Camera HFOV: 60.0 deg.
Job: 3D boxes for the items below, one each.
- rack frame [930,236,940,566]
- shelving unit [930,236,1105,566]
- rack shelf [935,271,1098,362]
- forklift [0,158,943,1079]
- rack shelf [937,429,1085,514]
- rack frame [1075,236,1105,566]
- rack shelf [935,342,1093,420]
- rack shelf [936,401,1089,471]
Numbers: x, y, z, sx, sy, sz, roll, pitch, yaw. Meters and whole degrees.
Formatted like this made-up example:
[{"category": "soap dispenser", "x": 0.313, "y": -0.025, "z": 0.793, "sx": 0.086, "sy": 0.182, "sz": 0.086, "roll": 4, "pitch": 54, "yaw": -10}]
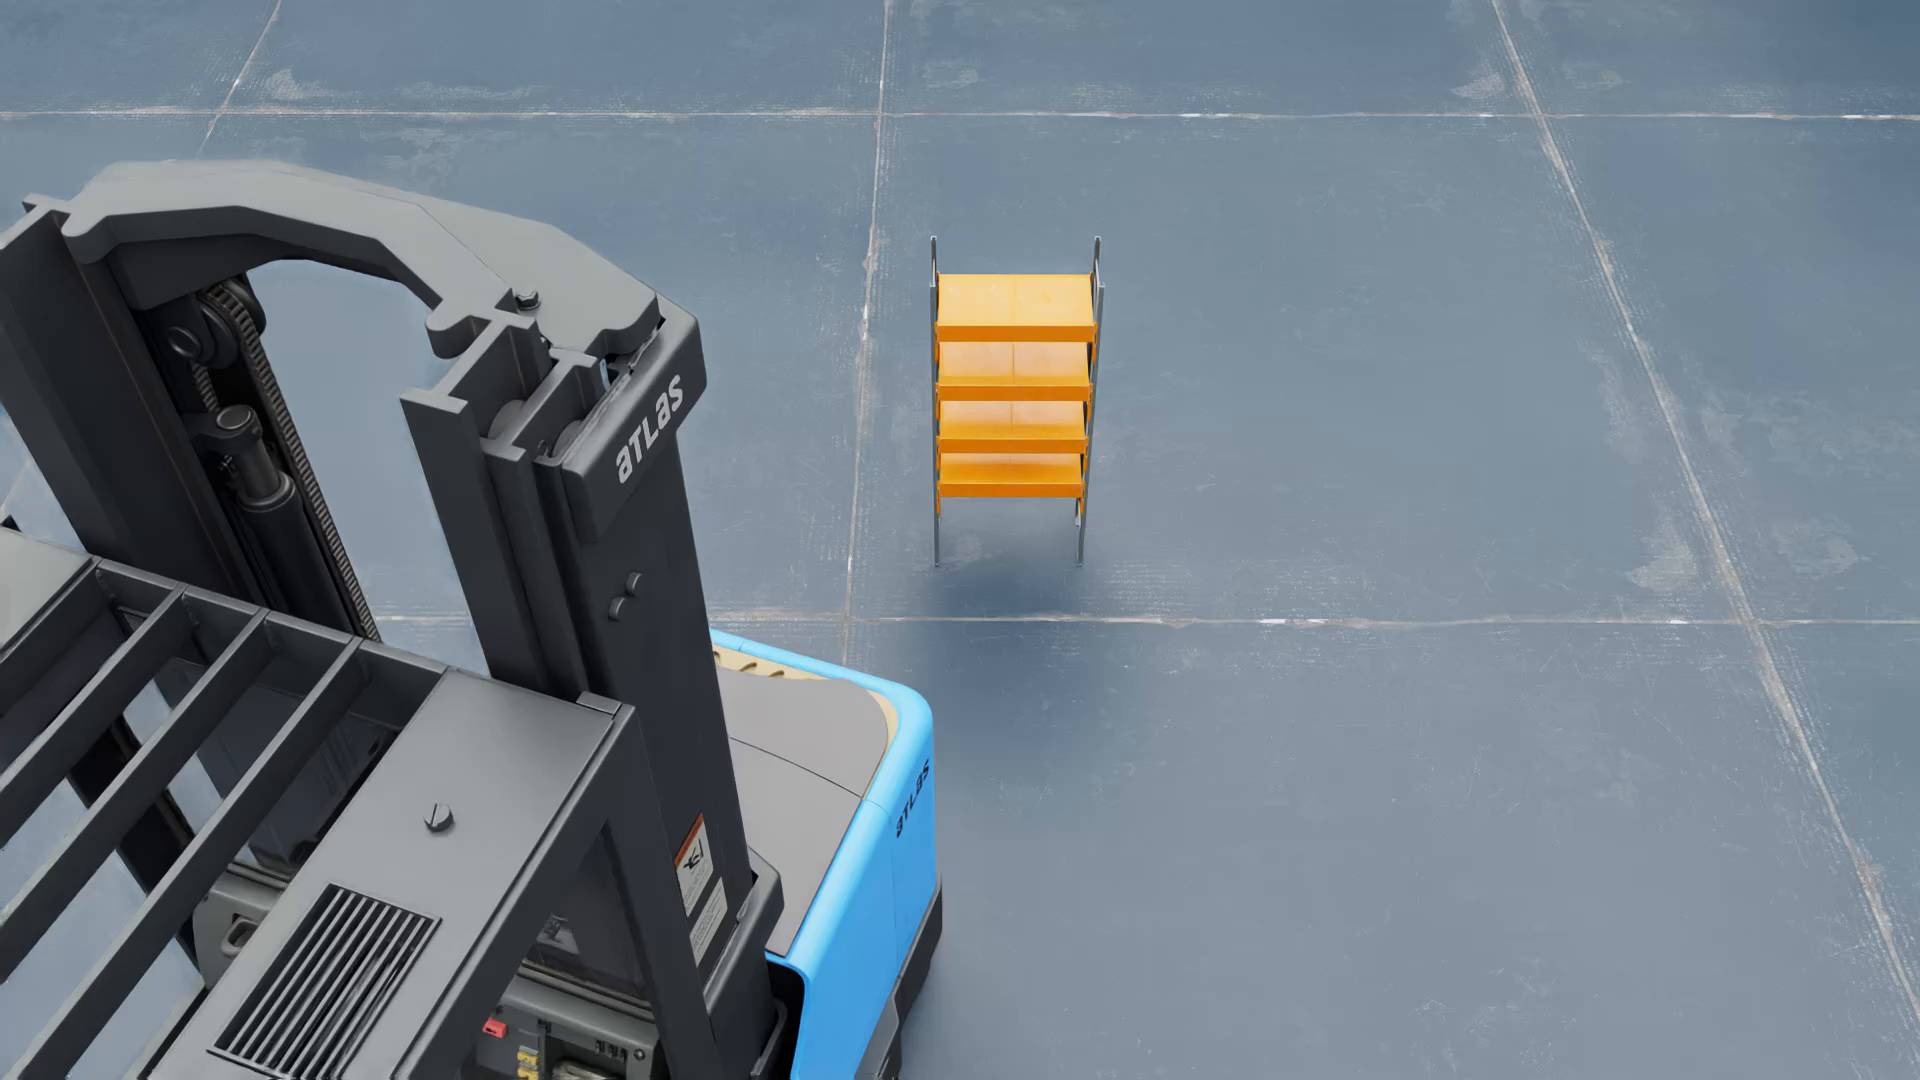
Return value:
[{"category": "rack frame", "x": -0.078, "y": -0.409, "z": 5.311, "sx": 0.015, "sy": 1.200, "sz": 0.240, "roll": 0, "pitch": 47, "yaw": 0}, {"category": "shelving unit", "x": 0.166, "y": -0.408, "z": 5.310, "sx": 0.503, "sy": 1.200, "sz": 0.258, "roll": 0, "pitch": 47, "yaw": 0}, {"category": "rack shelf", "x": 0.166, "y": -0.676, "z": 5.023, "sx": 0.480, "sy": 0.148, "sz": 0.258, "roll": 0, "pitch": 47, "yaw": 0}, {"category": "forklift", "x": -1.032, "y": 0.989, "z": 2.827, "sx": 1.130, "sy": 2.935, "sz": 3.031, "roll": 15, "pitch": 49, "yaw": 14}, {"category": "rack shelf", "x": 0.166, "y": -0.227, "z": 5.505, "sx": 0.480, "sy": 0.148, "sz": 0.258, "roll": 0, "pitch": 47, "yaw": 0}, {"category": "rack frame", "x": 0.410, "y": -0.408, "z": 5.310, "sx": 0.015, "sy": 1.200, "sz": 0.240, "roll": 0, "pitch": 47, "yaw": 0}, {"category": "rack shelf", "x": 0.166, "y": -0.515, "z": 5.196, "sx": 0.480, "sy": 0.148, "sz": 0.258, "roll": 0, "pitch": 47, "yaw": 0}, {"category": "rack shelf", "x": 0.166, "y": -0.363, "z": 5.360, "sx": 0.480, "sy": 0.148, "sz": 0.258, "roll": 0, "pitch": 47, "yaw": 0}]
